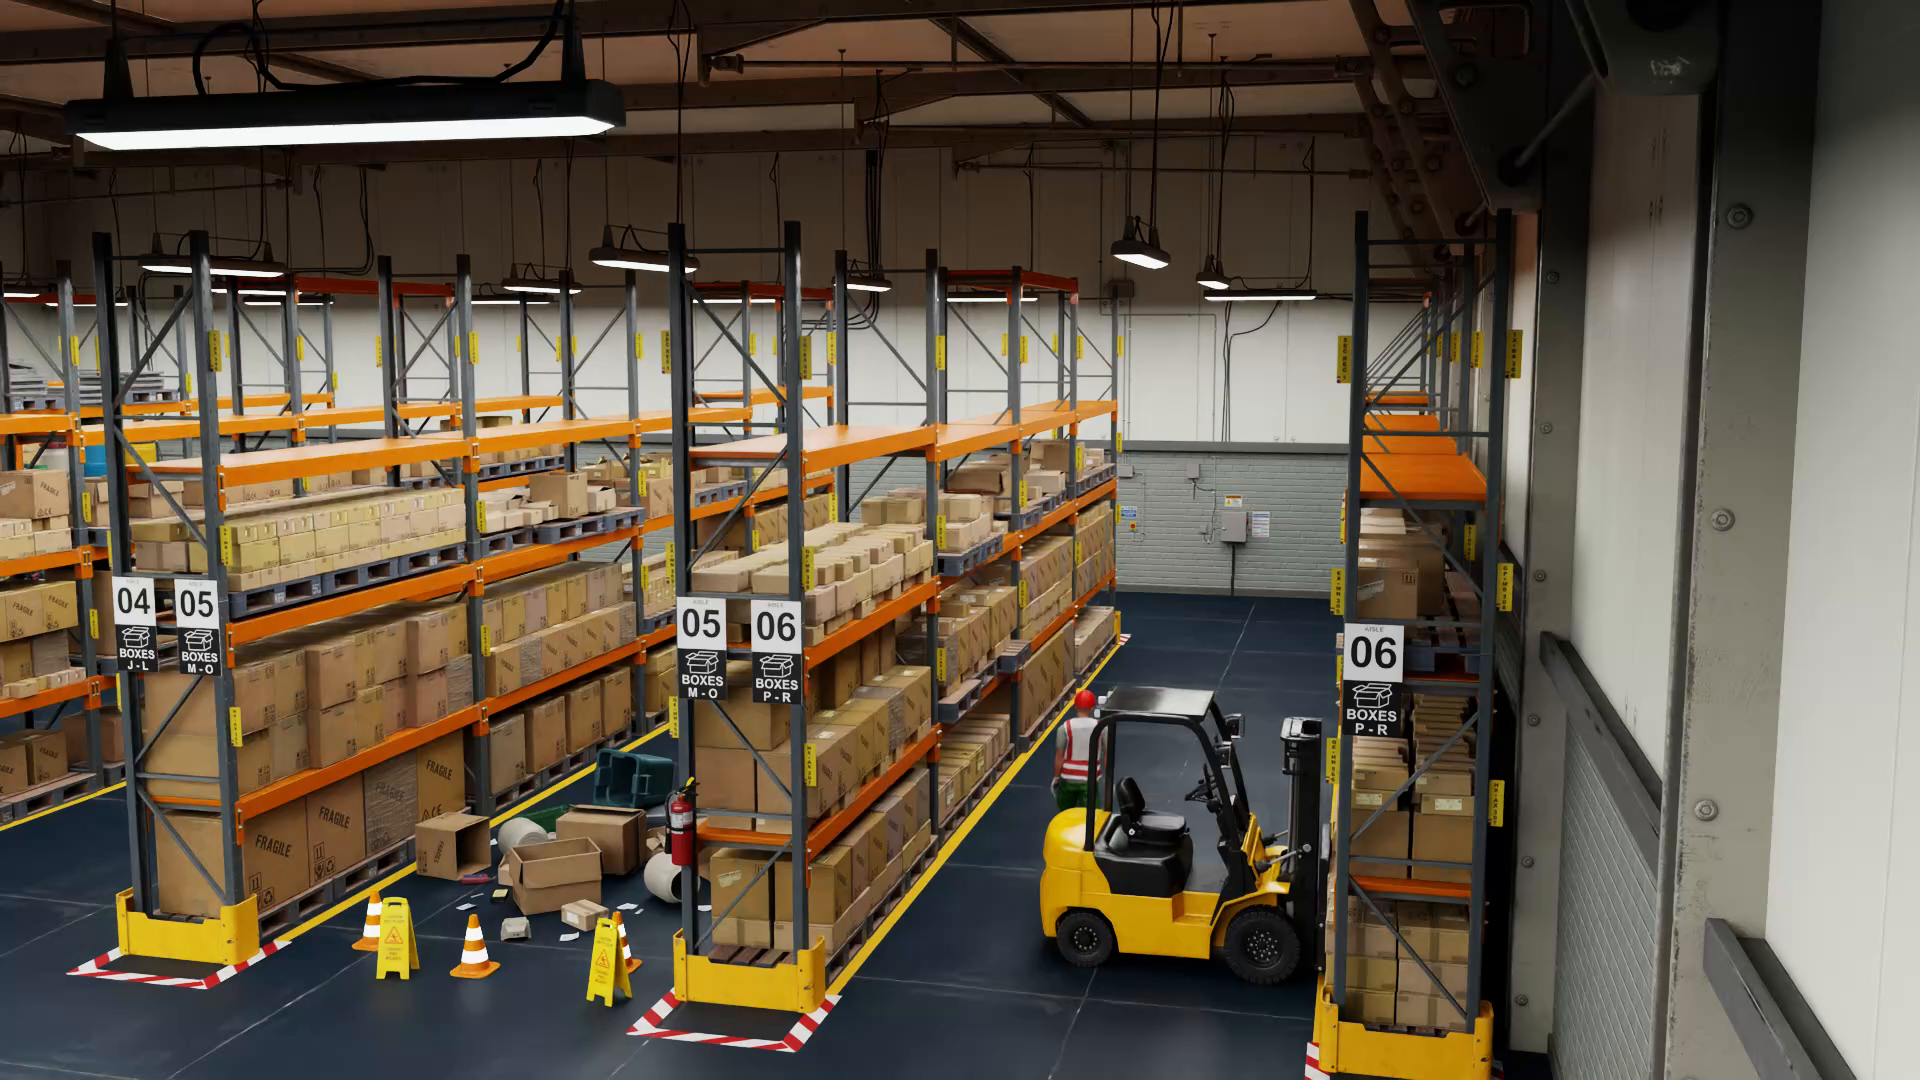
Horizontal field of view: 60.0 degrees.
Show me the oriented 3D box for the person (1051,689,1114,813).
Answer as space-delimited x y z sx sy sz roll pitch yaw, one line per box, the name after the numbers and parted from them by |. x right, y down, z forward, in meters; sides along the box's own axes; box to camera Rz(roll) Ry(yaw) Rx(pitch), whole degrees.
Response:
1.182 2.328 16.155 0.630 1.791 0.731 1 7 9 | person
